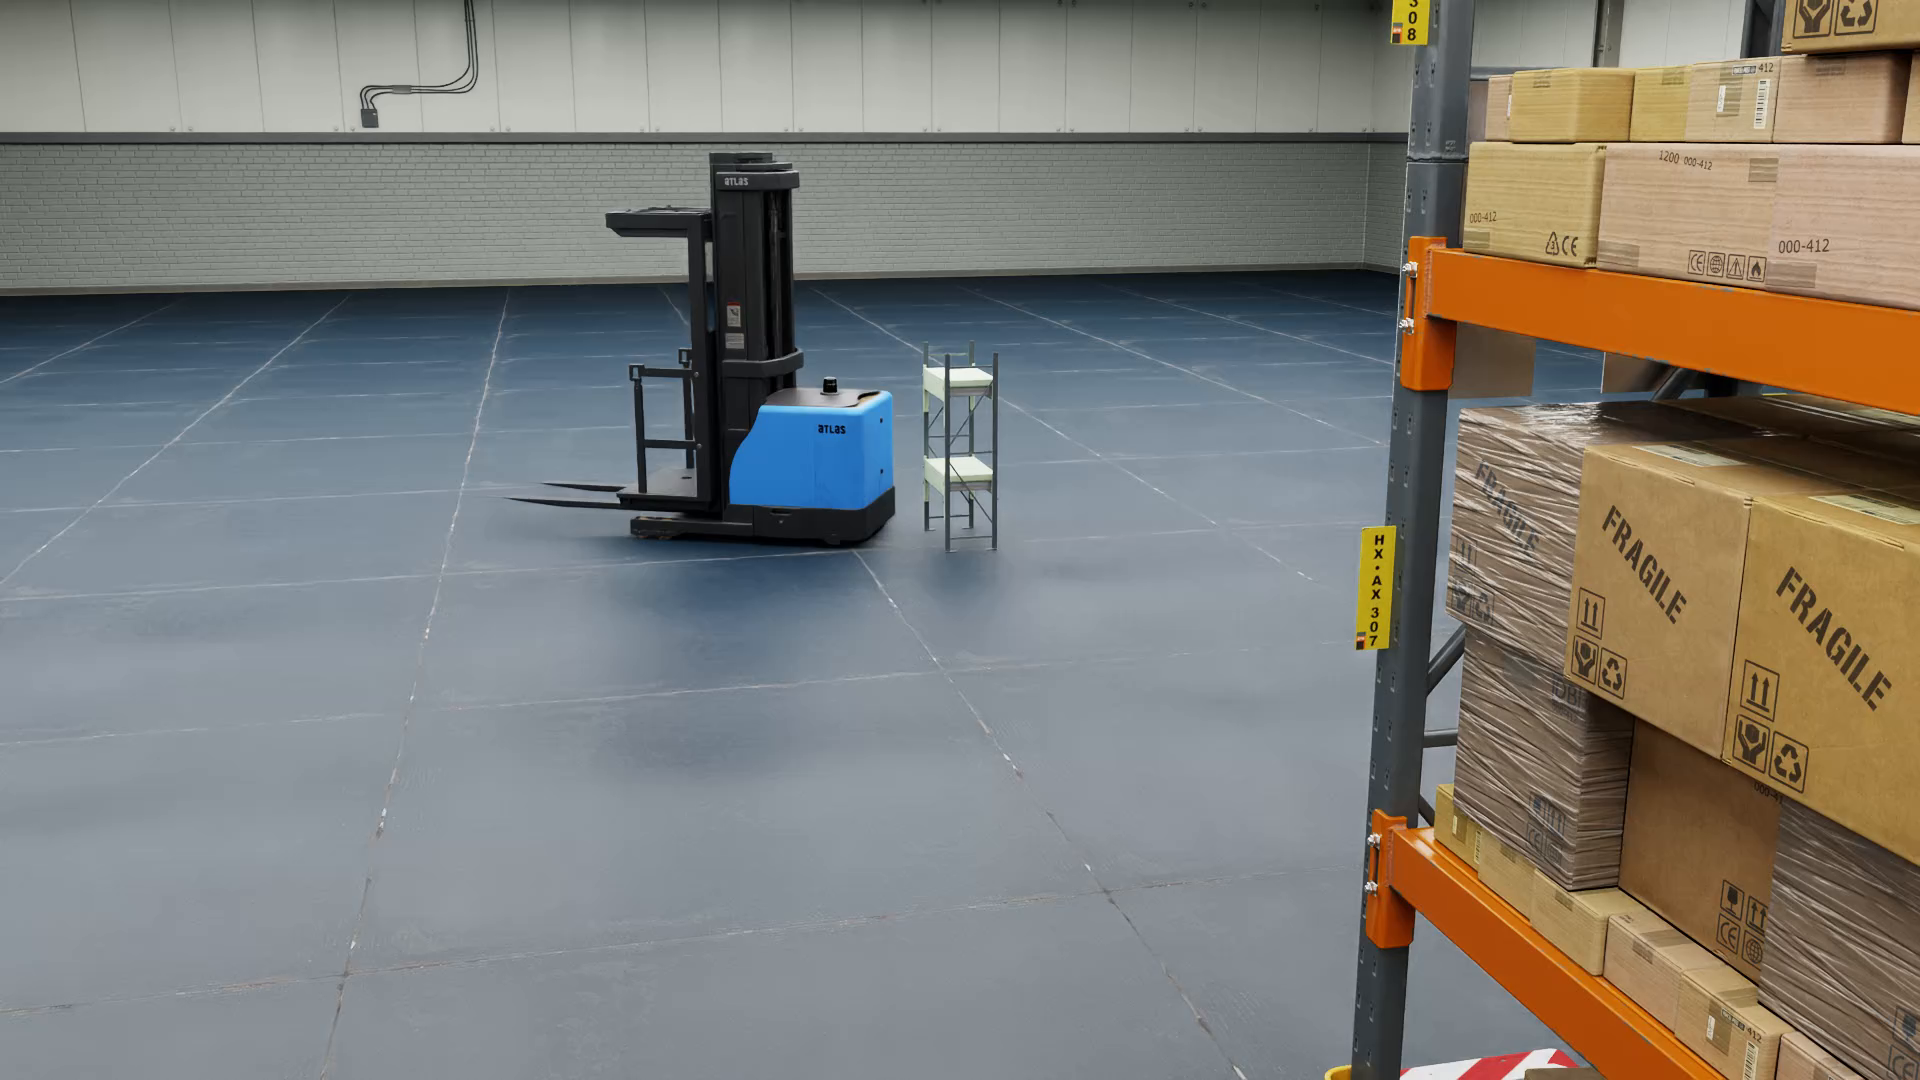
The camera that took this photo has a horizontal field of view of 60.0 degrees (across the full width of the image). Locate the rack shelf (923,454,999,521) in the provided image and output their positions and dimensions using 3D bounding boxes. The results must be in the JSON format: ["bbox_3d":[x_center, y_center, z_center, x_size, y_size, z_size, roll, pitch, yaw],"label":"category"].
[{"bbox_3d":[-0.002,-0.413,12.833,0.431,0.370,0.720,-3,14,-13],"label":"rack shelf"}]

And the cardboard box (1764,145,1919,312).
[{"bbox_3d":[1.700,-0.511,2.694,0.500,0.250,0.500,-3,14,-13],"label":"cardboard box"}]

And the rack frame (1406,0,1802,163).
[{"bbox_3d":[1.599,-2.400,3.788,1.000,3.000,0.127,-3,14,-13],"label":"rack frame"}]

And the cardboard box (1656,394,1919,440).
[{"bbox_3d":[1.968,-0.051,3.871,0.500,0.500,0.500,-3,14,-13],"label":"cardboard box"}]

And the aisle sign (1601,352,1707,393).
[{"bbox_3d":[1.876,-0.779,4.319,0.394,0.787,0.004,-3,14,-13],"label":"aisle sign"}]

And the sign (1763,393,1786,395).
[{"bbox_3d":[2.143,-0.228,4.433,0.100,0.325,0.005,-3,14,-13],"label":"sign"}]

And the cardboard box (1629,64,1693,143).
[{"bbox_3d":[1.584,-0.870,3.325,0.380,0.149,0.250,-4,14,-14],"label":"cardboard box"}]

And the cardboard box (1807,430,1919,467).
[{"bbox_3d":[2.091,0.064,3.401,0.500,0.500,0.500,-3,14,-13],"label":"cardboard box"}]

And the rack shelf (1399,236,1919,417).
[{"bbox_3d":[2.068,-0.132,2.341,1.077,0.370,4.000,-3,14,-13],"label":"rack shelf"}]

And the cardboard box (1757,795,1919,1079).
[{"bbox_3d":[2.010,0.676,3.001,0.875,0.500,0.500,-3,14,-13],"label":"cardboard box"}]

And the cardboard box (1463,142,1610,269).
[{"bbox_3d":[1.460,-0.744,3.648,0.500,0.250,0.500,-3,14,-12],"label":"cardboard box"}]

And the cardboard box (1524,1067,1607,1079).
[{"bbox_3d":[1.729,1.670,4.154,0.500,0.500,0.500,-1,14,-3],"label":"cardboard box"}]

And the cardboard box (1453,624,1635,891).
[{"bbox_3d":[1.701,0.450,3.927,0.875,0.500,0.500,-3,14,-13],"label":"cardboard box"}]

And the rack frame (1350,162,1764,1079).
[{"bbox_3d":[1.599,0.515,4.500,1.000,3.000,0.127,-3,14,-13],"label":"rack frame"}]

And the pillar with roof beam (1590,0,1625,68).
[{"bbox_3d":[7.227,-8.411,28.395,9.100,9.000,0.400,-3,14,-13],"label":"pillar with roof beam"}]

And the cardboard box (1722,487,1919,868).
[{"bbox_3d":[1.692,0.209,2.807,0.500,0.500,0.500,-3,14,-13],"label":"cardboard box"}]

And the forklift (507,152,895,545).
[{"bbox_3d":[-2.096,-1.543,13.067,3.031,2.935,1.130,3,14,12],"label":"forklift"}]

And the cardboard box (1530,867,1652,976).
[{"bbox_3d":[1.518,0.833,3.727,0.380,0.149,0.250,-3,14,-13],"label":"cardboard box"}]

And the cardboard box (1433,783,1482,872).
[{"bbox_3d":[1.434,0.716,4.207,0.380,0.149,0.250,-3,14,-13],"label":"cardboard box"}]

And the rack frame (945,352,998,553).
[{"bbox_3d":[0.084,-0.646,12.410,0.400,1.500,0.023,-3,14,-13],"label":"rack frame"}]

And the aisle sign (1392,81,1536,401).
[{"bbox_3d":[1.292,-0.746,4.182,0.394,0.787,0.004,-3,14,-13],"label":"aisle sign"}]

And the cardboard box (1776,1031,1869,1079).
[{"bbox_3d":[1.734,1.004,3.028,0.380,0.149,0.250,-3,14,-13],"label":"cardboard box"}]

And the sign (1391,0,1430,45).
[{"bbox_3d":[1.071,-1.337,3.917,0.100,0.325,0.005,-3,14,-13],"label":"sign"}]

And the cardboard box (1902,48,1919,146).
[{"bbox_3d":[1.711,-0.685,2.566,0.380,0.149,0.250,-4,14,-16],"label":"cardboard box"}]

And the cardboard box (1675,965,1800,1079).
[{"bbox_3d":[1.649,0.948,3.258,0.380,0.149,0.250,-3,14,-13],"label":"cardboard box"}]

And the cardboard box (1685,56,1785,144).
[{"bbox_3d":[1.579,-0.803,3.051,0.380,0.149,0.250,-3,14,-11],"label":"cardboard box"}]

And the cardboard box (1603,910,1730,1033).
[{"bbox_3d":[1.597,0.889,3.495,0.380,0.149,0.250,-3,14,-13],"label":"cardboard box"}]

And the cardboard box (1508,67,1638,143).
[{"bbox_3d":[1.405,-0.922,3.535,0.380,0.149,0.250,-3,14,-12],"label":"cardboard box"}]

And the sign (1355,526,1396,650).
[{"bbox_3d":[1.071,0.124,4.274,0.100,0.325,0.005,-3,14,-13],"label":"sign"}]

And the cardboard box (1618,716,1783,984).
[{"bbox_3d":[1.935,0.559,3.483,0.875,0.500,0.500,-3,14,-13],"label":"cardboard box"}]

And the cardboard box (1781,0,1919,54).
[{"bbox_3d":[1.685,-1.021,2.574,0.500,0.500,0.500,-3,14,-13],"label":"cardboard box"}]

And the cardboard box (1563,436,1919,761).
[{"bbox_3d":[1.573,0.094,3.279,0.500,0.500,0.500,-3,14,-13],"label":"cardboard box"}]

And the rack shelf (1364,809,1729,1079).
[{"bbox_3d":[2.068,1.326,2.697,1.077,0.370,4.000,-3,14,-13],"label":"rack shelf"}]

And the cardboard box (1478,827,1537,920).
[{"bbox_3d":[1.474,0.774,3.966,0.380,0.149,0.250,-3,14,-13],"label":"cardboard box"}]

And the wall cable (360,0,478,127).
[{"bbox_3d":[-10.791,-11.211,32.687,2.305,6.003,0.169,-3,14,-13],"label":"wall cable"}]

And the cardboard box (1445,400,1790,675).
[{"bbox_3d":[1.463,-0.022,3.753,0.500,0.500,0.500,-3,14,-13],"label":"cardboard box"}]

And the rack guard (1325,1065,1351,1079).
[{"bbox_3d":[1.616,1.746,4.725,1.175,0.500,0.348,-3,14,-13],"label":"rack guard"}]

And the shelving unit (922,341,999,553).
[{"bbox_3d":[-0.002,-0.730,12.755,0.431,1.500,0.755,-3,14,-13],"label":"shelving unit"}]

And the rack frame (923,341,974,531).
[{"bbox_3d":[-0.088,-0.815,13.101,0.400,1.500,0.023,-3,14,-13],"label":"rack frame"}]

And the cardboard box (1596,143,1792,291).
[{"bbox_3d":[1.588,-0.625,3.162,0.500,0.250,0.500,-4,14,-14],"label":"cardboard box"}]

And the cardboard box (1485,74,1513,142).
[{"bbox_3d":[1.438,-0.987,3.802,0.380,0.149,0.250,-3,14,-14],"label":"cardboard box"}]

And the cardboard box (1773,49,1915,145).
[{"bbox_3d":[1.632,-0.747,2.821,0.380,0.149,0.250,-3,14,-13],"label":"cardboard box"}]

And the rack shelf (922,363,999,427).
[{"bbox_3d":[-0.002,-1.109,12.663,0.431,0.370,0.720,-3,14,-13],"label":"rack shelf"}]
